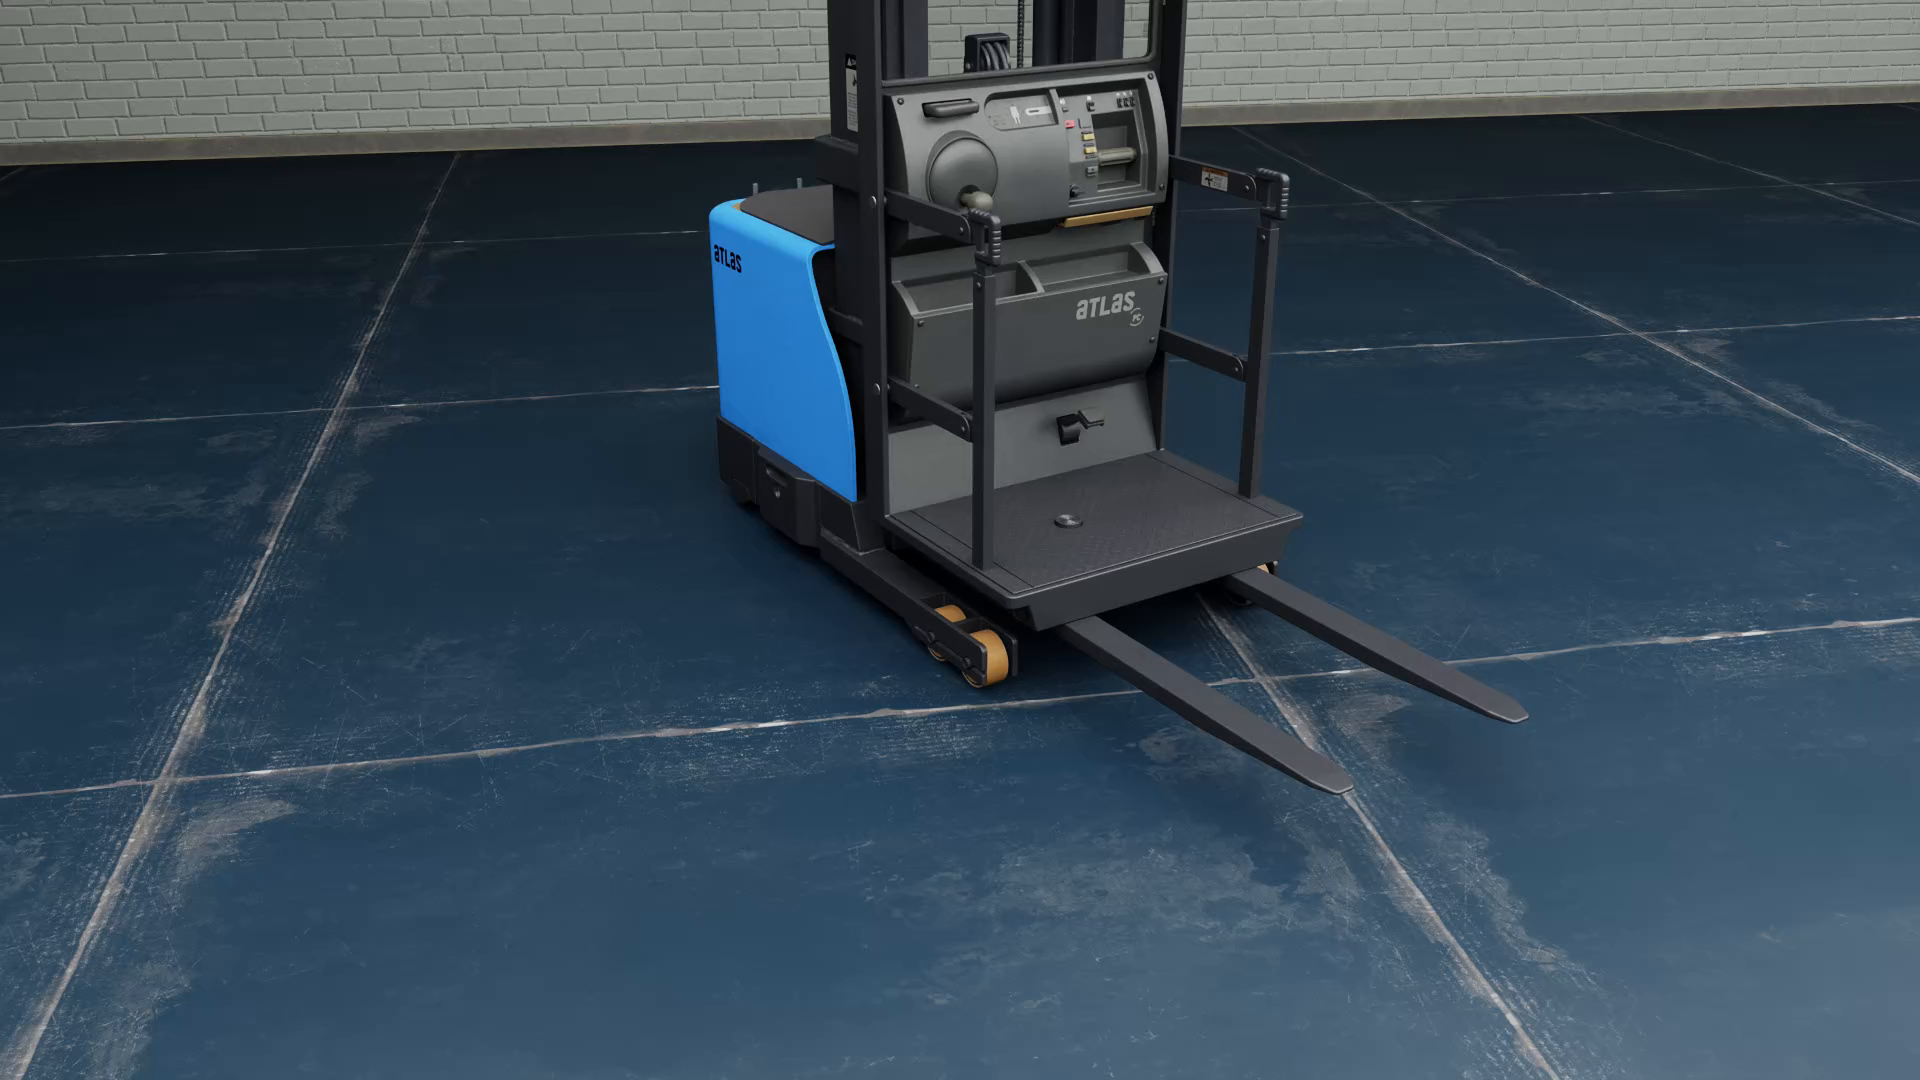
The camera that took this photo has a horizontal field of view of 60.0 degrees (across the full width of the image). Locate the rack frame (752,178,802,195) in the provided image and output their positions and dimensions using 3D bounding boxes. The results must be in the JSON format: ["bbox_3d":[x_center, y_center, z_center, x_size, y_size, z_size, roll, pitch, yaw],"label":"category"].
[{"bbox_3d":[-0.680,-0.853,6.392,0.200,1.050,0.008,-14,27,-30],"label":"rack frame"}]

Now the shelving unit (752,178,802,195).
[{"bbox_3d":[-0.614,-0.812,6.297,0.215,1.050,0.252,-14,27,-30],"label":"shelving unit"}]

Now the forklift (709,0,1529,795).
[{"bbox_3d":[0.336,-1.134,4.683,1.130,2.935,3.031,-14,27,-30],"label":"forklift"}]
